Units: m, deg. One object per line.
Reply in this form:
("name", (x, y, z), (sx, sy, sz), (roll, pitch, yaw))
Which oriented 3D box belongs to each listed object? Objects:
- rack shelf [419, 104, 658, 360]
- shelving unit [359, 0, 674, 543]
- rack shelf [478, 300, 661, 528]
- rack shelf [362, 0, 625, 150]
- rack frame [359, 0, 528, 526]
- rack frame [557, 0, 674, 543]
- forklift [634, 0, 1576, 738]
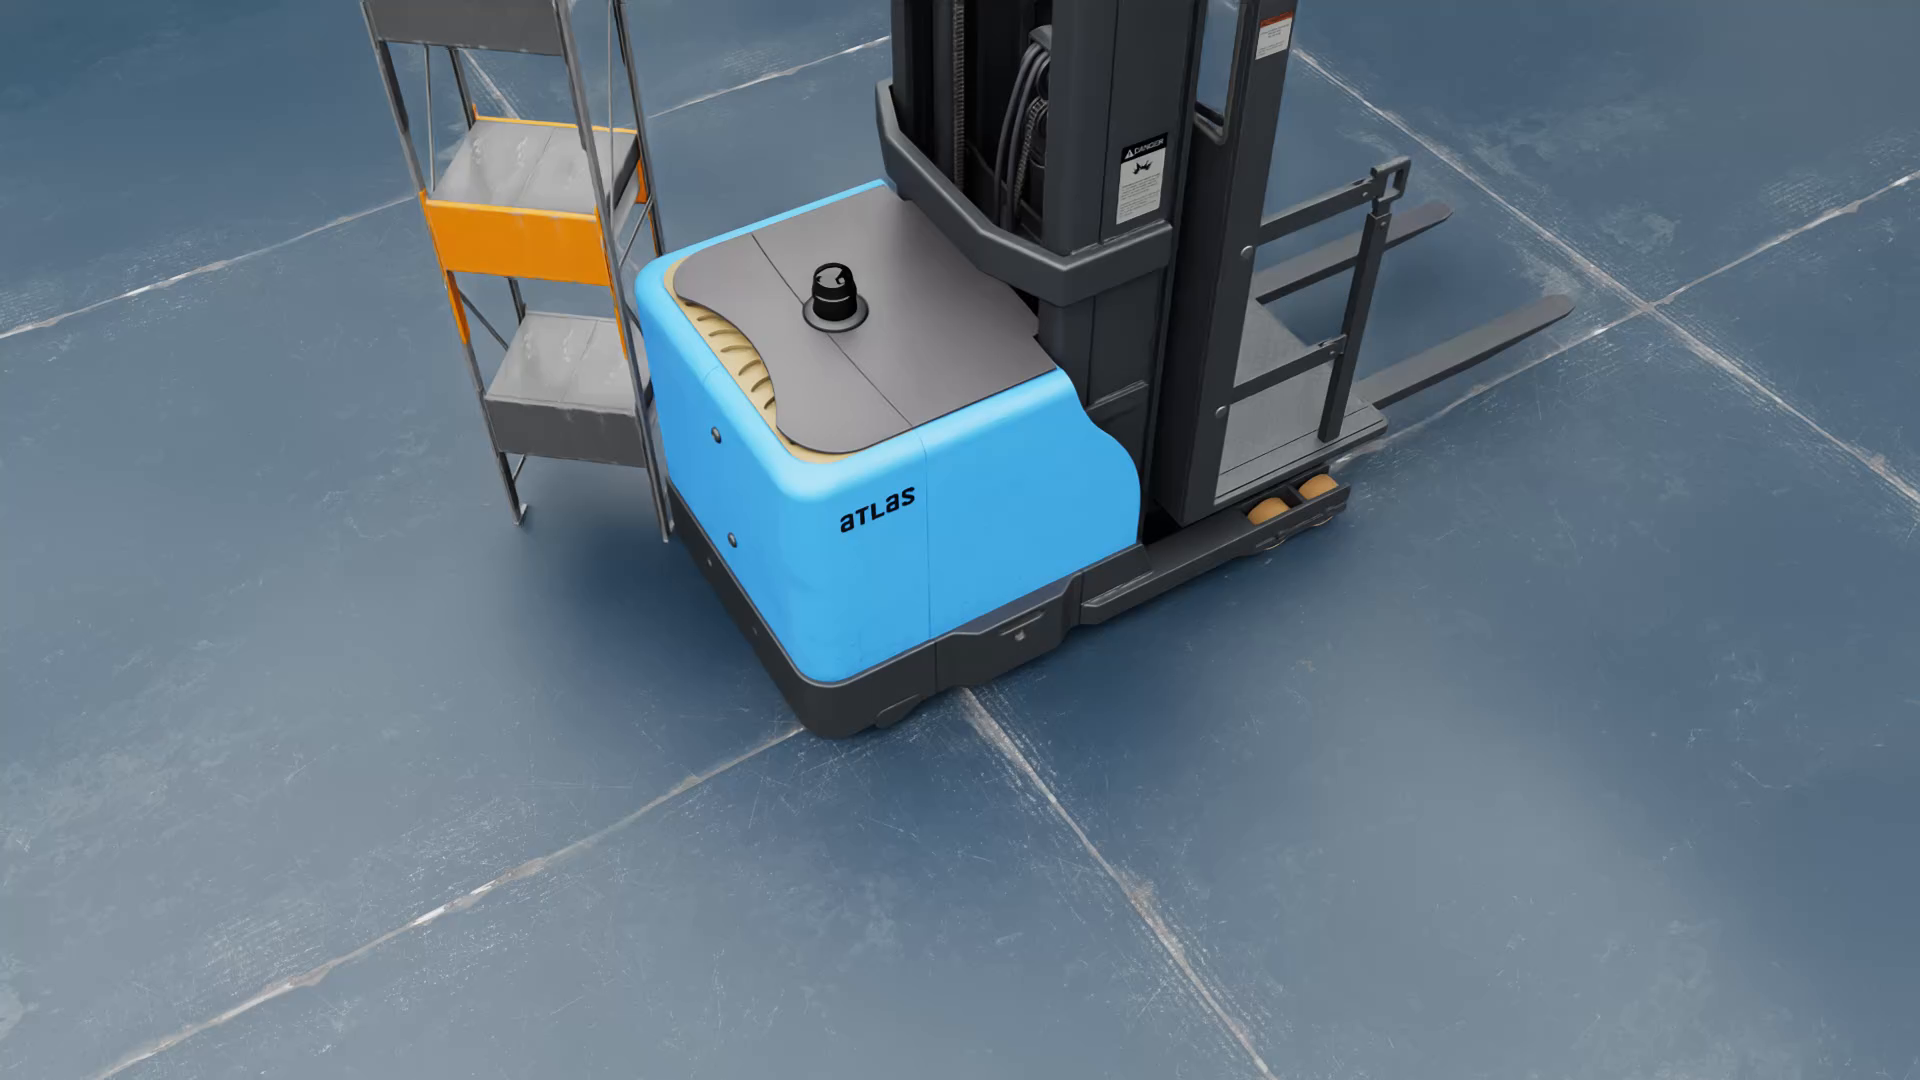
("rack shelf", (-1.138, -0.854, 4.623), (0.480, 0.518, 0.431), (6, 49, 6))
("shelving unit", (-1.138, -0.863, 4.613), (0.503, 2.100, 0.431), (6, 49, 6))
("rack shelf", (-1.138, -0.389, 5.146), (0.480, 0.518, 0.431), (6, 49, 6))
("rack shelf", (-1.138, -1.320, 4.100), (0.480, 0.518, 0.431), (6, 49, 6))
("rack frame", (-1.379, -0.890, 4.637), (0.015, 2.100, 0.400), (6, 49, 6))
("rack frame", (-0.897, -0.836, 4.589), (0.015, 2.100, 0.400), (6, 49, 6))
("forklift", (0.635, -1.260, 4.410), (3.031, 2.935, 1.130), (-24, 53, -20))
